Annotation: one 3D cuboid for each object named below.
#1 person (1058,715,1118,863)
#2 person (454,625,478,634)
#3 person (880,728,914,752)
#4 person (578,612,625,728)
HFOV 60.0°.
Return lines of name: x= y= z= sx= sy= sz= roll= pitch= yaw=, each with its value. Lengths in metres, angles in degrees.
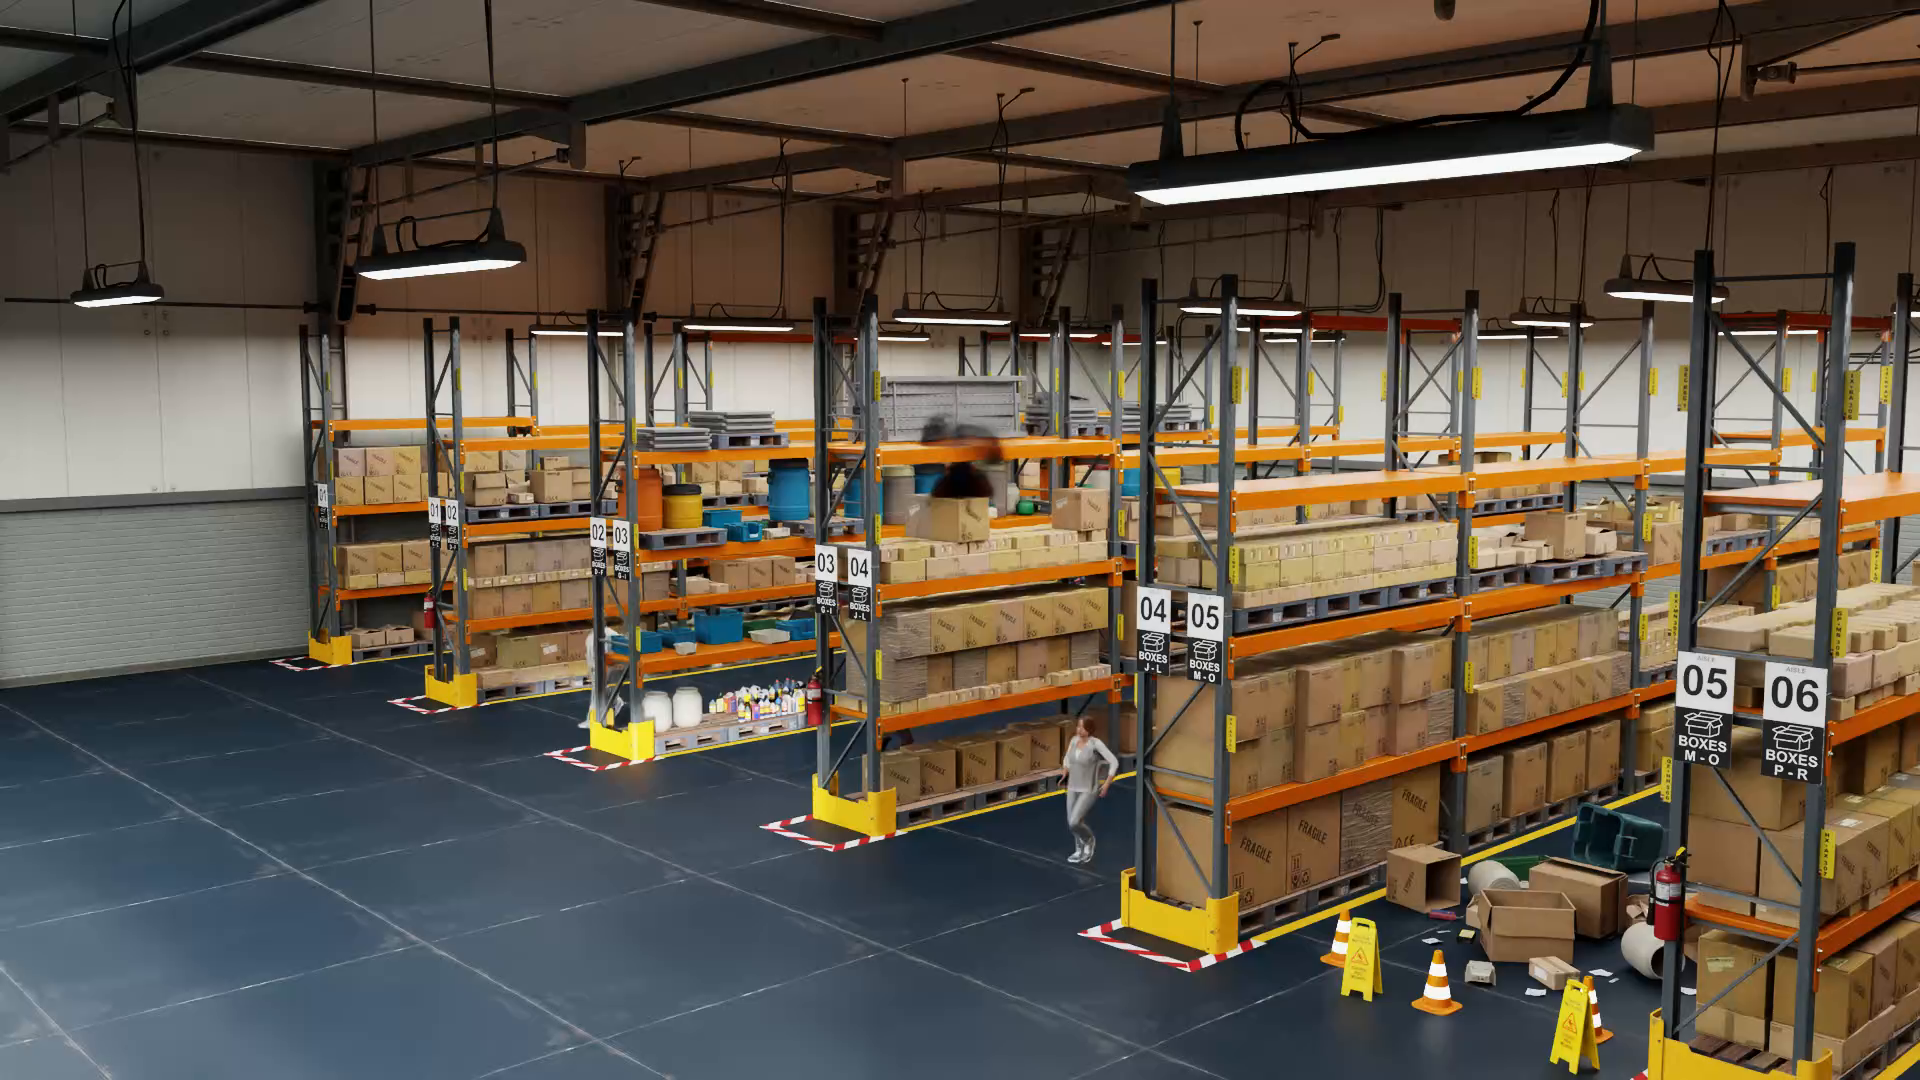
person: x=1.247 y=2.517 z=16.651 sx=0.585 sy=1.558 sz=0.534 roll=6 pitch=8 yaw=44
person: x=-8.391 y=1.422 z=28.376 sx=0.656 sy=1.738 sz=0.571 roll=4 pitch=7 yaw=34
person: x=-0.884 y=1.959 z=21.488 sx=0.751 sy=1.716 sz=0.646 roll=-5 pitch=8 yaw=-41
person: x=-5.248 y=1.858 z=24.338 sx=0.609 sy=1.648 sz=0.945 roll=5 pitch=8 yaw=40
